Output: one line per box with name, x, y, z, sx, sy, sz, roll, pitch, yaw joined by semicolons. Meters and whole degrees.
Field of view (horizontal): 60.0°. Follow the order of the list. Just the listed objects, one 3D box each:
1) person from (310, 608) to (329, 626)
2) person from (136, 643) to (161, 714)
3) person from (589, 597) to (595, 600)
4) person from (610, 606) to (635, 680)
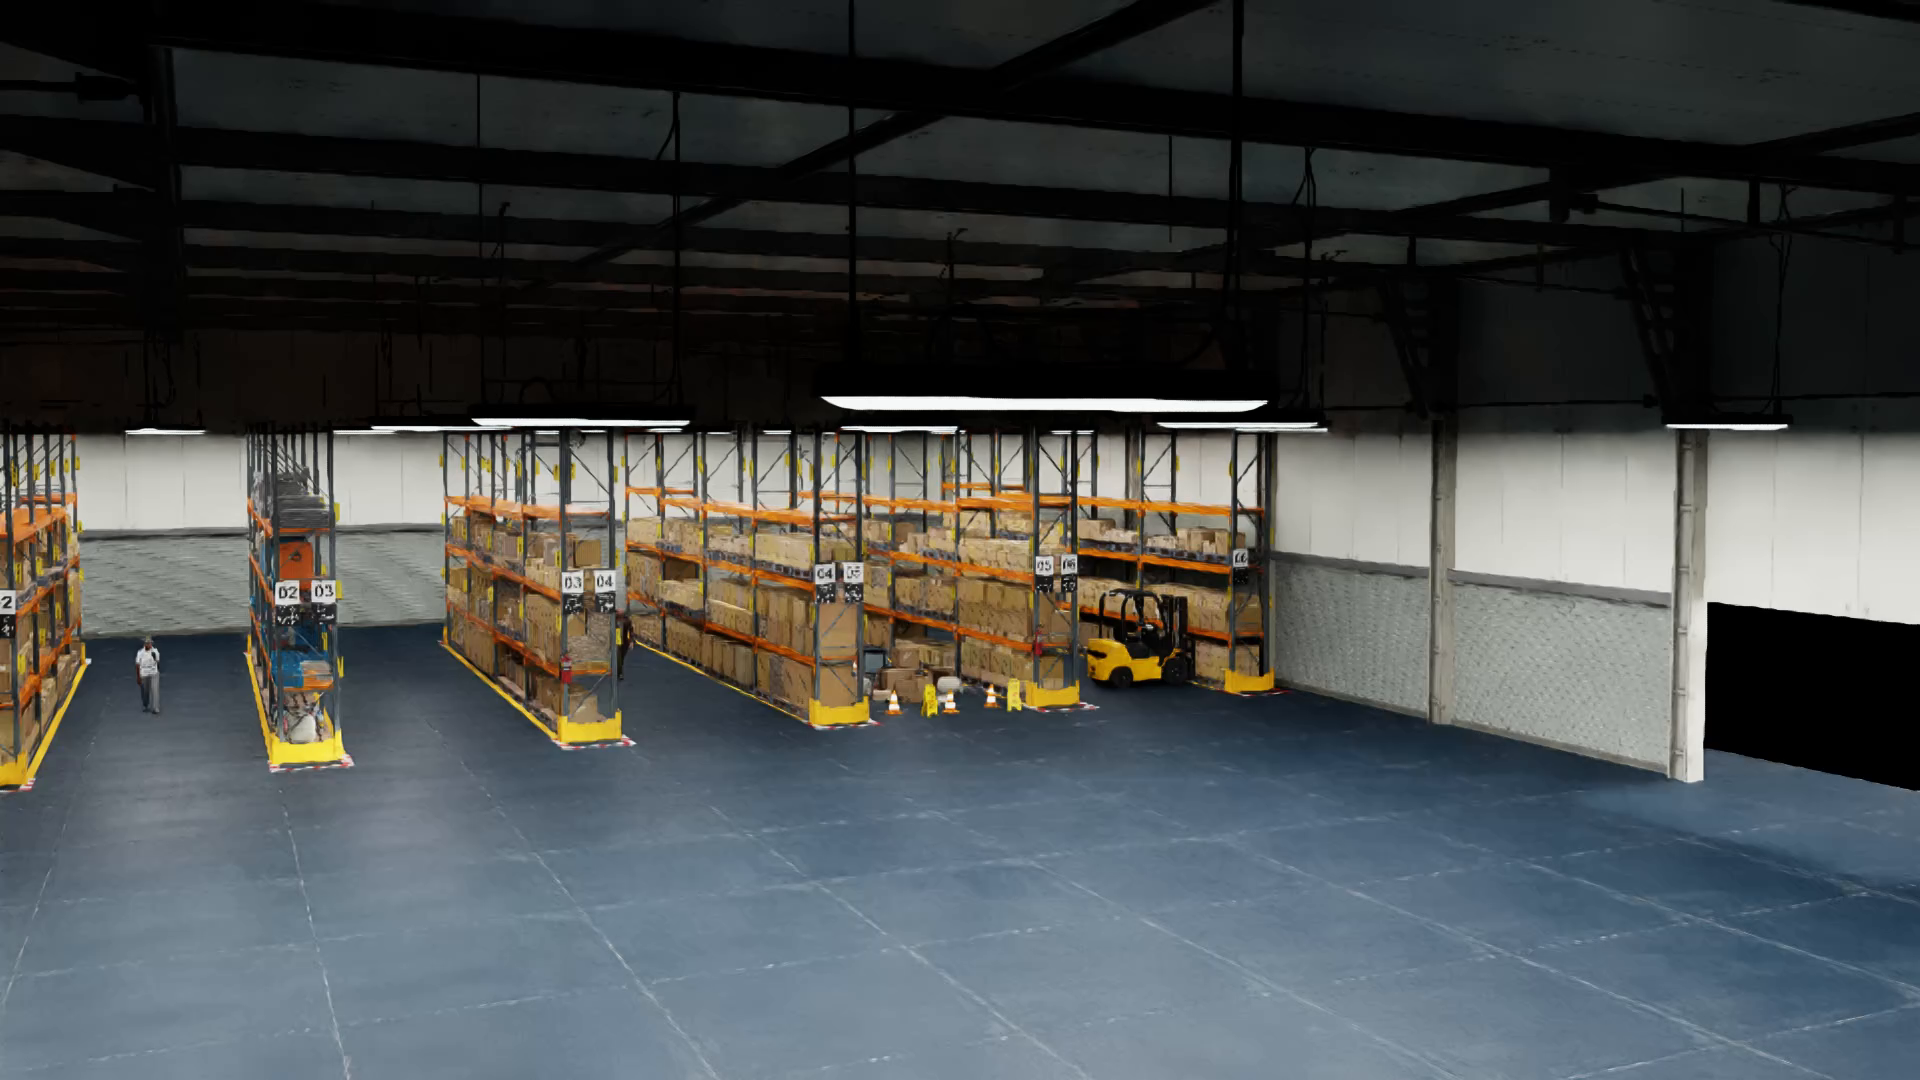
person;-16.543;2.307;43.091;0.553;1.450;1.015;-2;4;-26
person;-16.722;2.775;34.260;0.450;1.572;1.089;-2;4;-27
person;-9.719;2.229;43.690;0.537;1.541;0.519;-2;4;-27
person;-7.989;2.409;39.164;0.603;1.724;1.111;-2;4;-26
